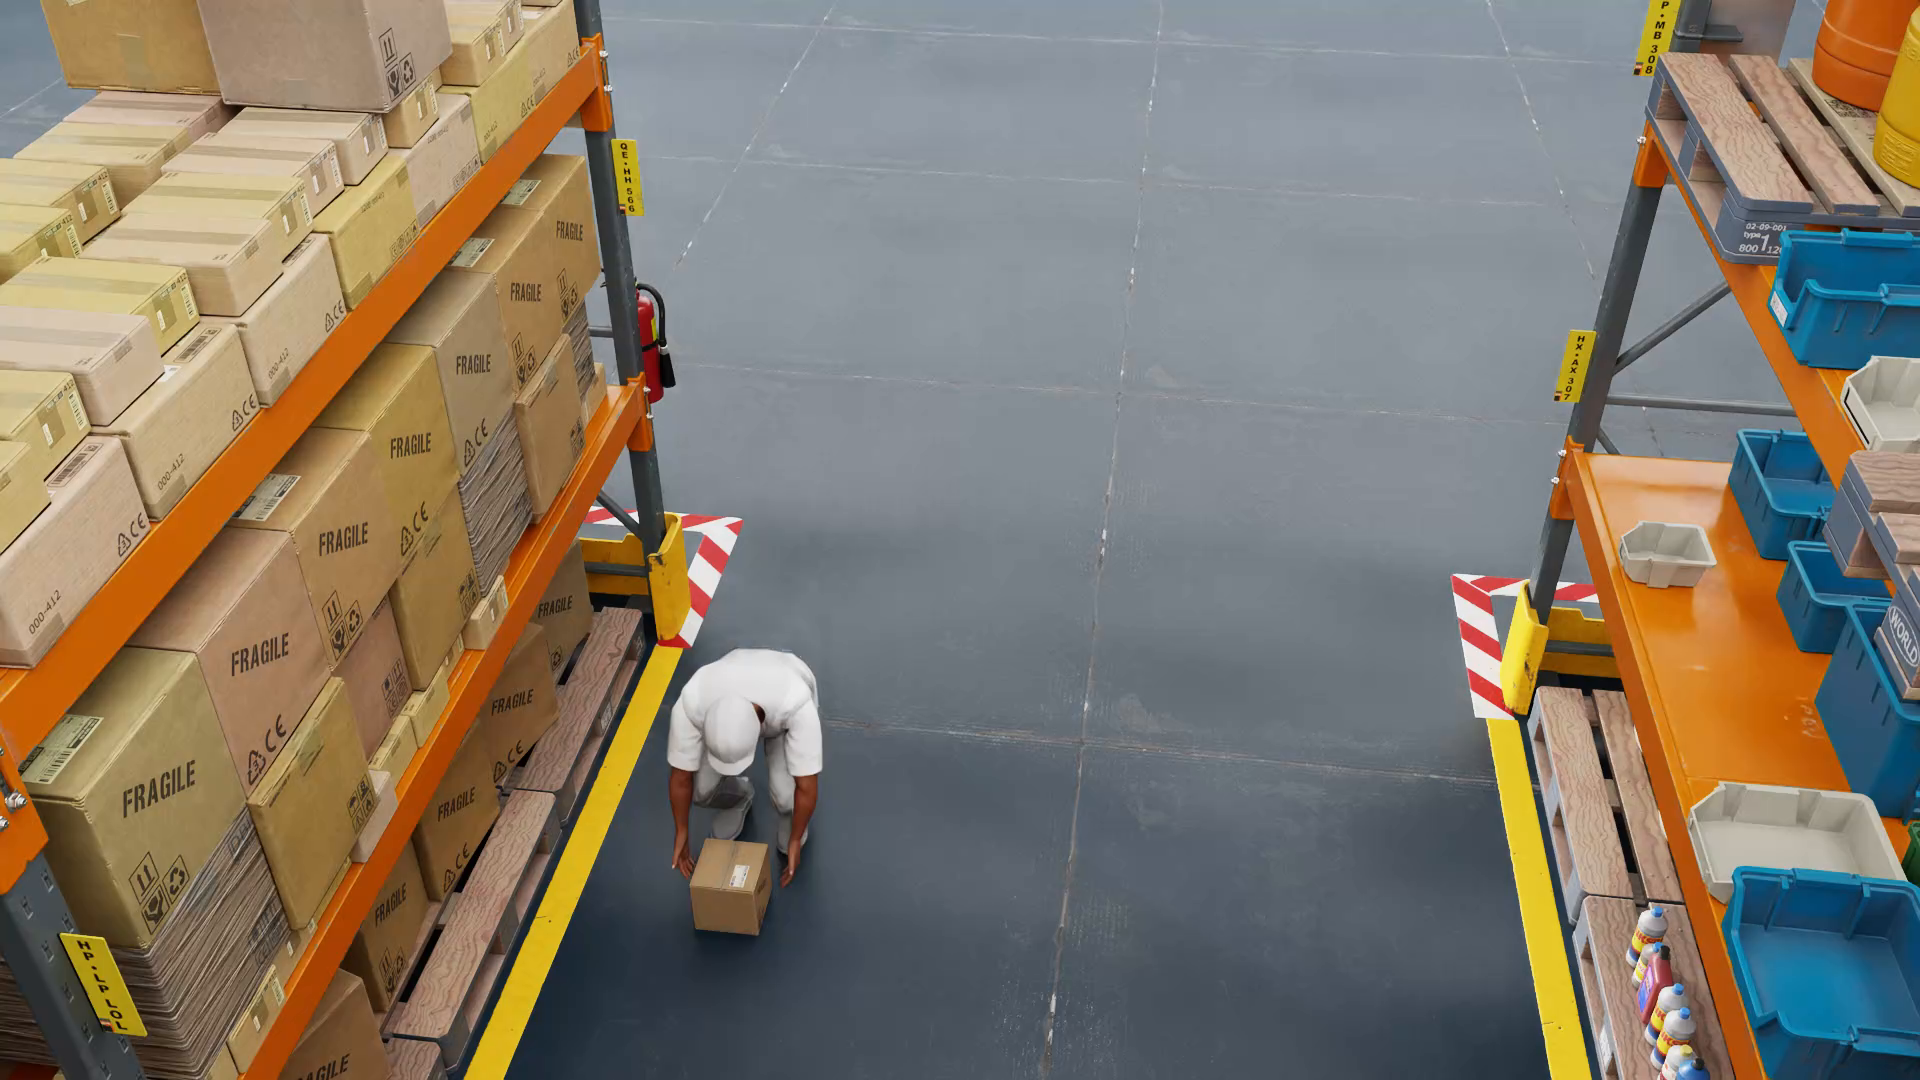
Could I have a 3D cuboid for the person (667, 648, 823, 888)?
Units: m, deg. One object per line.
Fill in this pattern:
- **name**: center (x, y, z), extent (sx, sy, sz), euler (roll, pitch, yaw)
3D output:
- **person**: center (-0.787, 0.821, 6.490), extent (0.598, 1.063, 0.879), euler (6, 36, 9)
